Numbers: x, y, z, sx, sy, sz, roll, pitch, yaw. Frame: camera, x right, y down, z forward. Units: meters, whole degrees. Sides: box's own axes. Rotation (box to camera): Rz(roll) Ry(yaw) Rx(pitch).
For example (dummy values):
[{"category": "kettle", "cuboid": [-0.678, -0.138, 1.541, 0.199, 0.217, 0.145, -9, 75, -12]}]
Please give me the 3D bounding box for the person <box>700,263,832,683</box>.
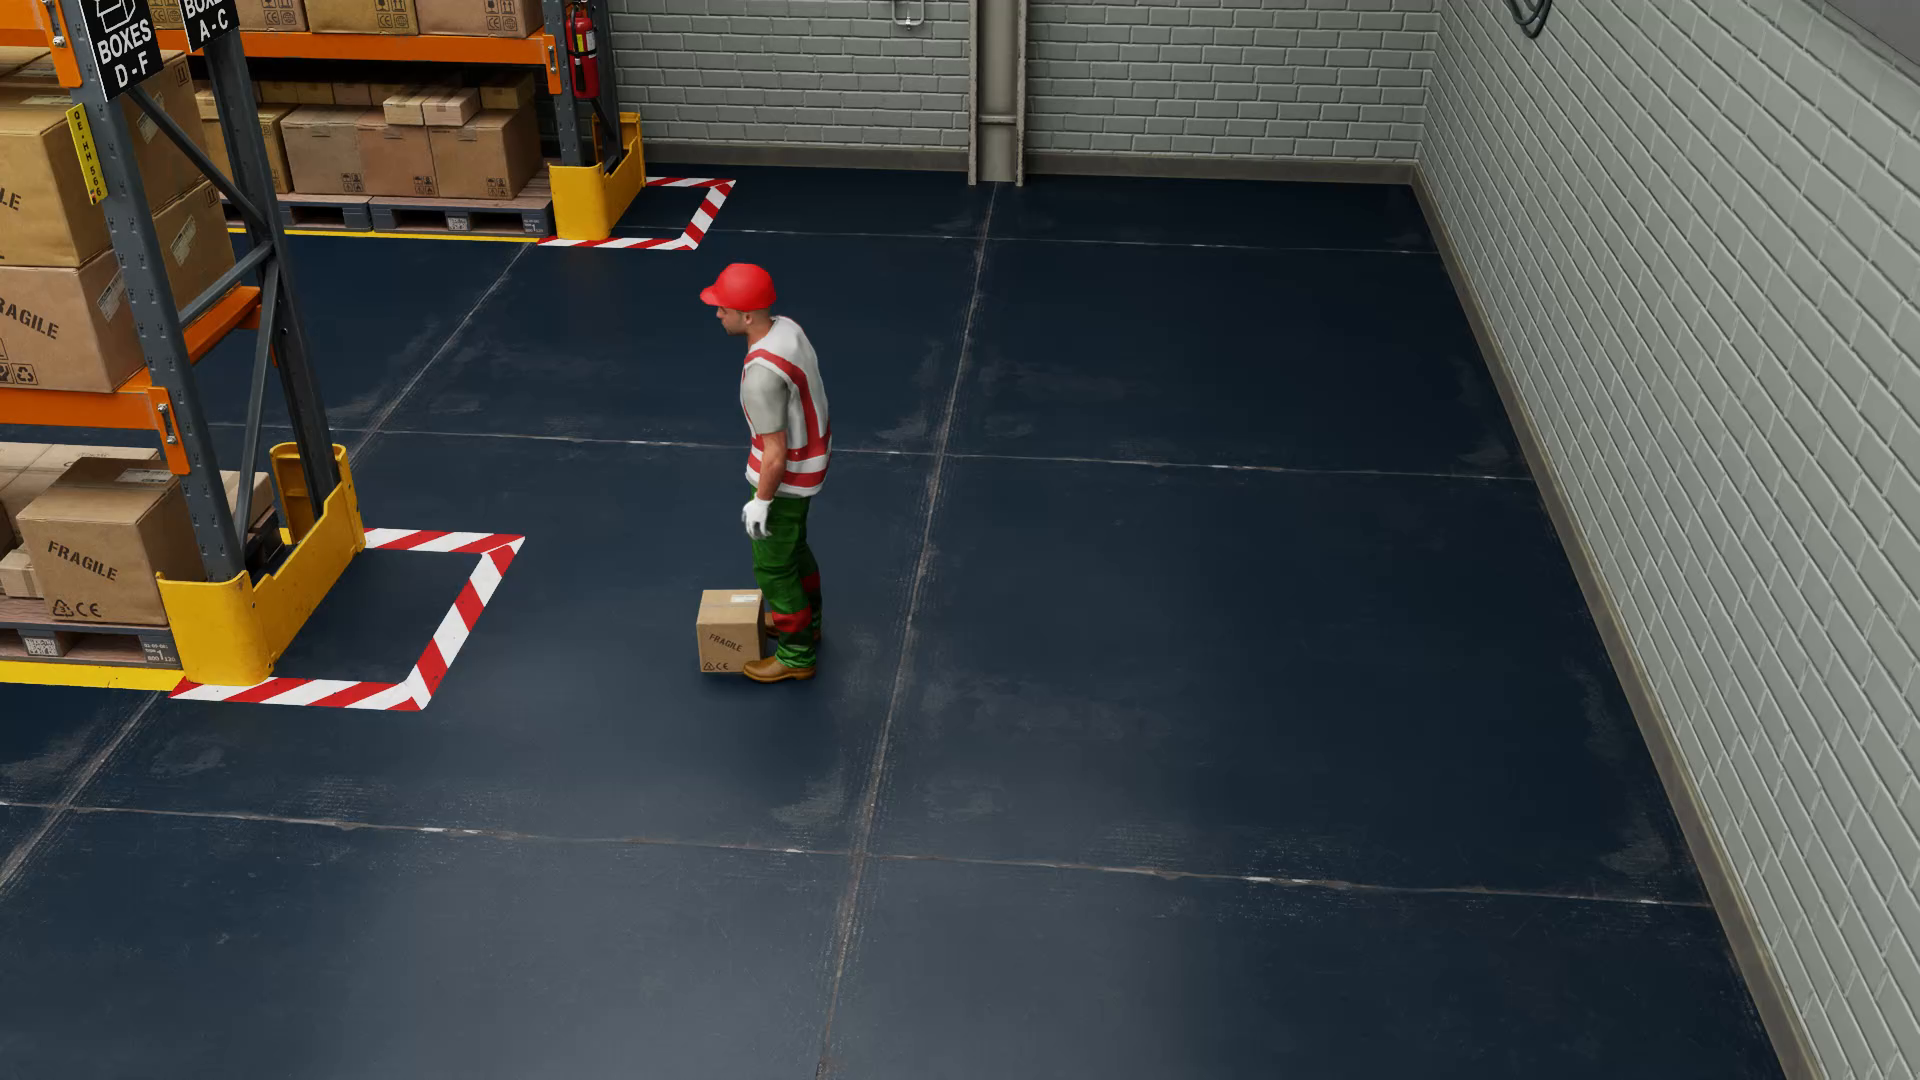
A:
[{"category": "person", "cuboid": [-0.729, -0.257, 6.537, 0.453, 1.779, 0.608, 2, 32, 4]}]
